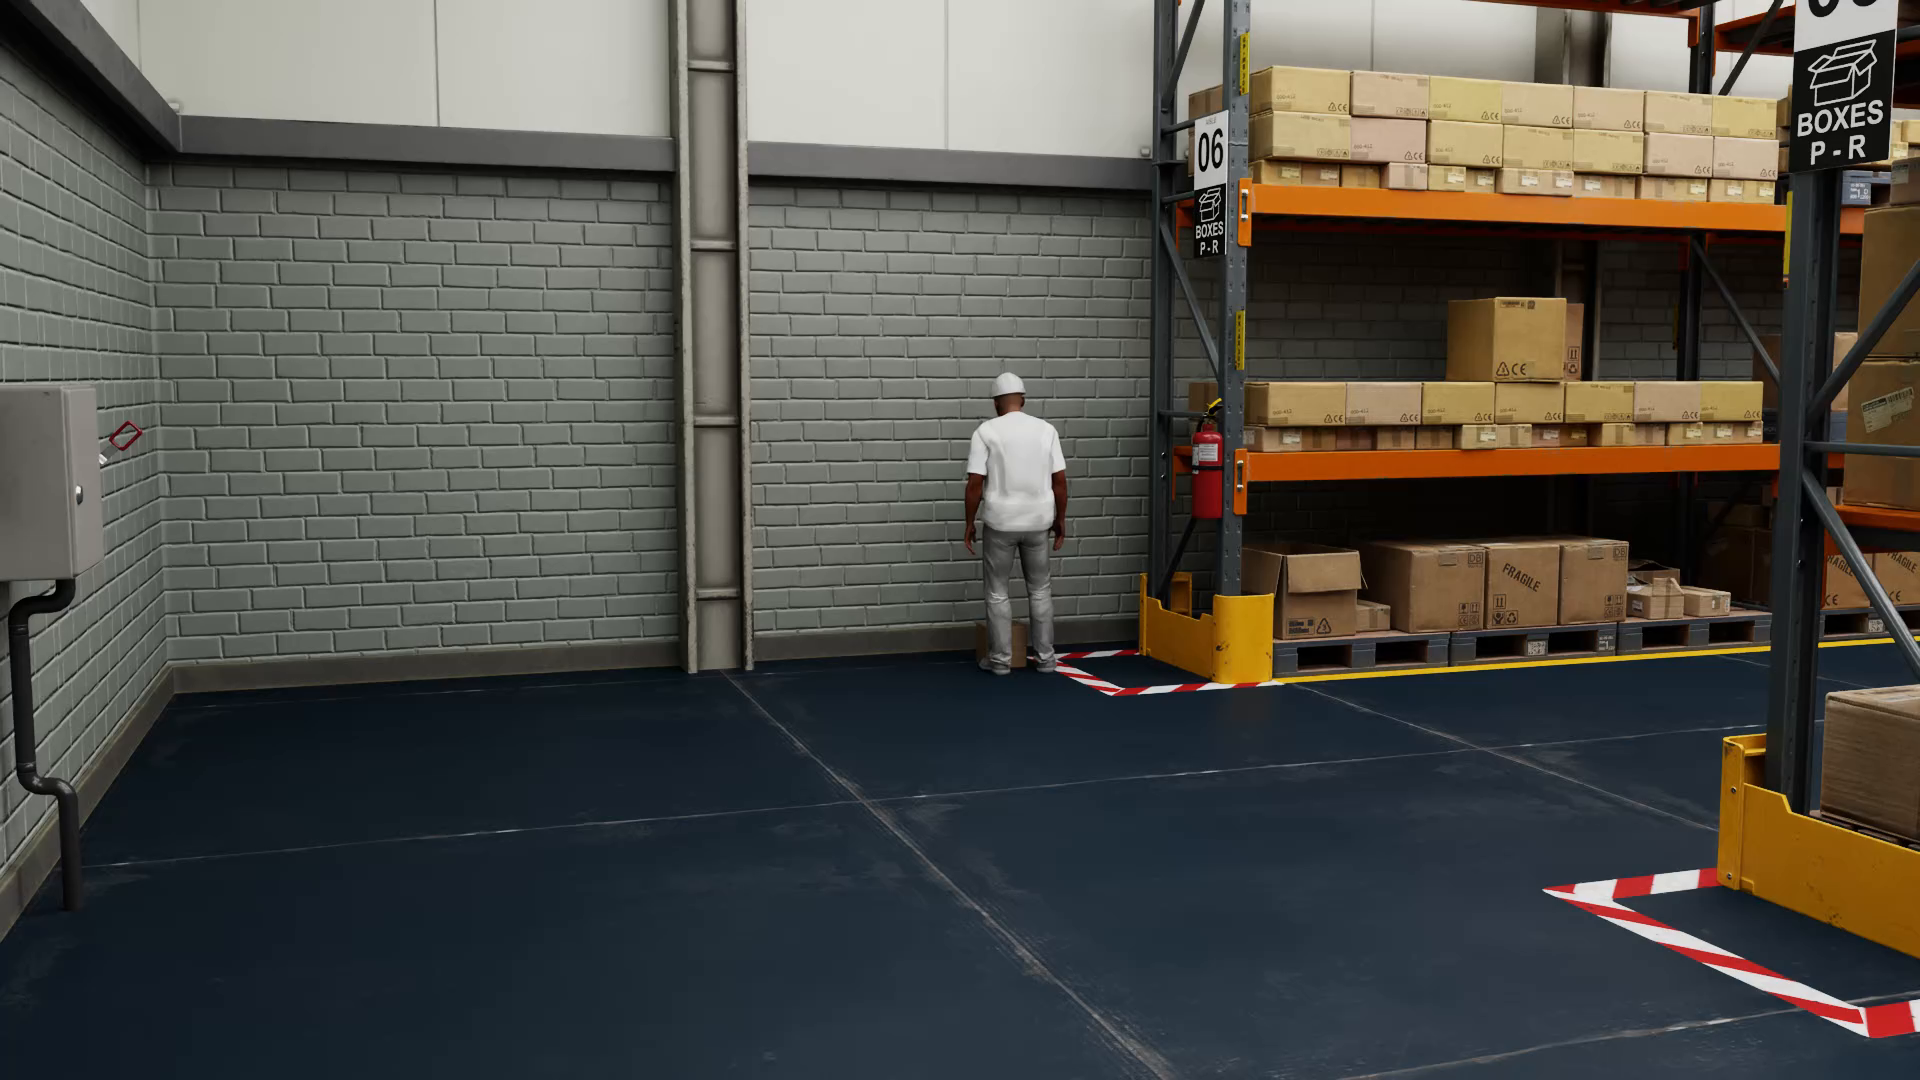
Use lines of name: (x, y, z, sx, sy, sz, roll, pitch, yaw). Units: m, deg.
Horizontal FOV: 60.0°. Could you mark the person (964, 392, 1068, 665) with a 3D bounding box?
person: (0.319, -0.110, 9.743, 0.627, 1.659, 0.359, -1, 6, -14)
